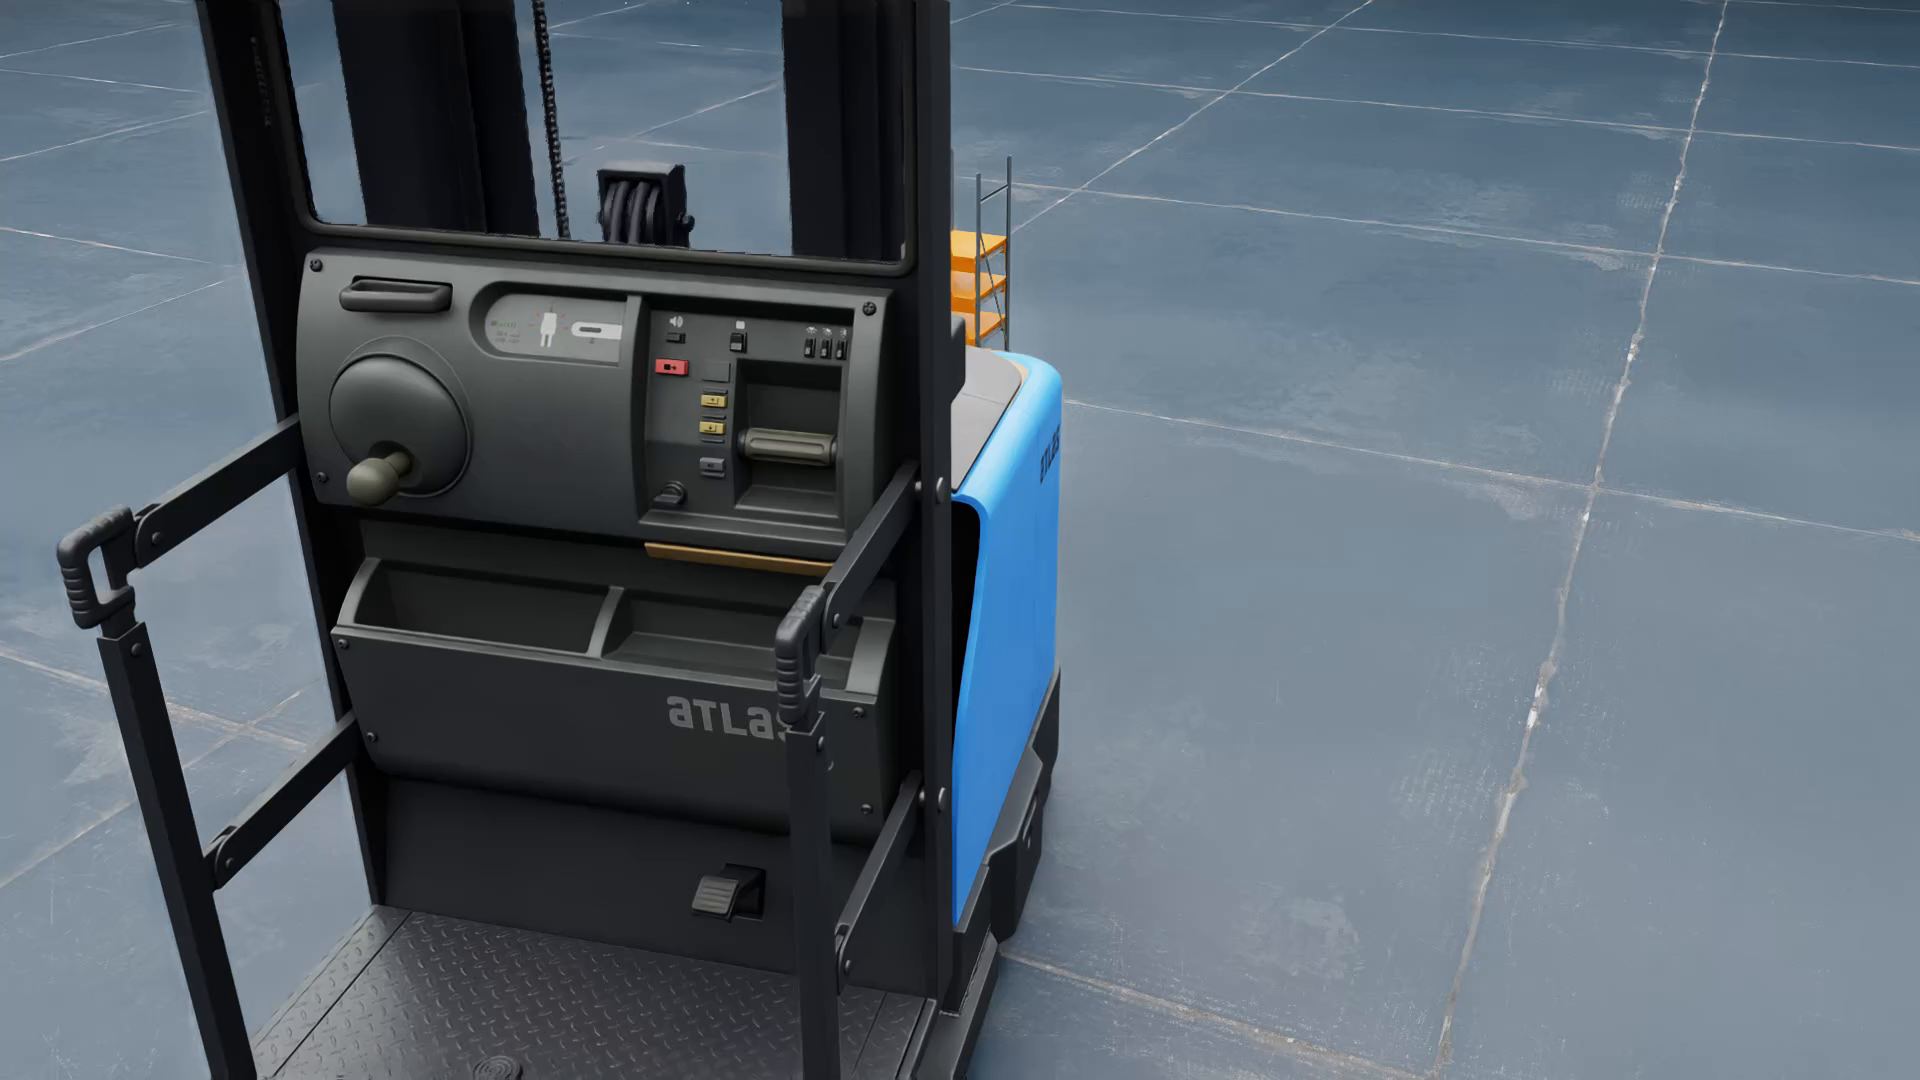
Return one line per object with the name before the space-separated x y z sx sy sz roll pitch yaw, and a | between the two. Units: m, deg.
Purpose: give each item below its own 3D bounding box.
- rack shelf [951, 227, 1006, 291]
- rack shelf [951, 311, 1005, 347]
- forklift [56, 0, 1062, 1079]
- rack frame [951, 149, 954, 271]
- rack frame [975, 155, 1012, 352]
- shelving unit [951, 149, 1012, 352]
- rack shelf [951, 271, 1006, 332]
rack shelf | 0.013 -0.819 4.840 0.180 0.103 0.258 11 28 22
rack shelf | 0.013 -0.603 4.946 0.180 0.103 0.258 11 28 22
forklift | -0.611 -0.177 2.292 1.130 2.935 3.031 6 27 12
rack frame | -0.070 -0.552 5.014 0.006 1.200 0.240 11 28 22
rack frame | 0.096 -0.519 4.946 0.006 1.200 0.240 11 28 22
shelving unit | 0.013 -0.536 4.980 0.189 1.200 0.258 11 28 22
rack shelf | 0.013 -0.711 4.893 0.180 0.103 0.258 11 28 22
